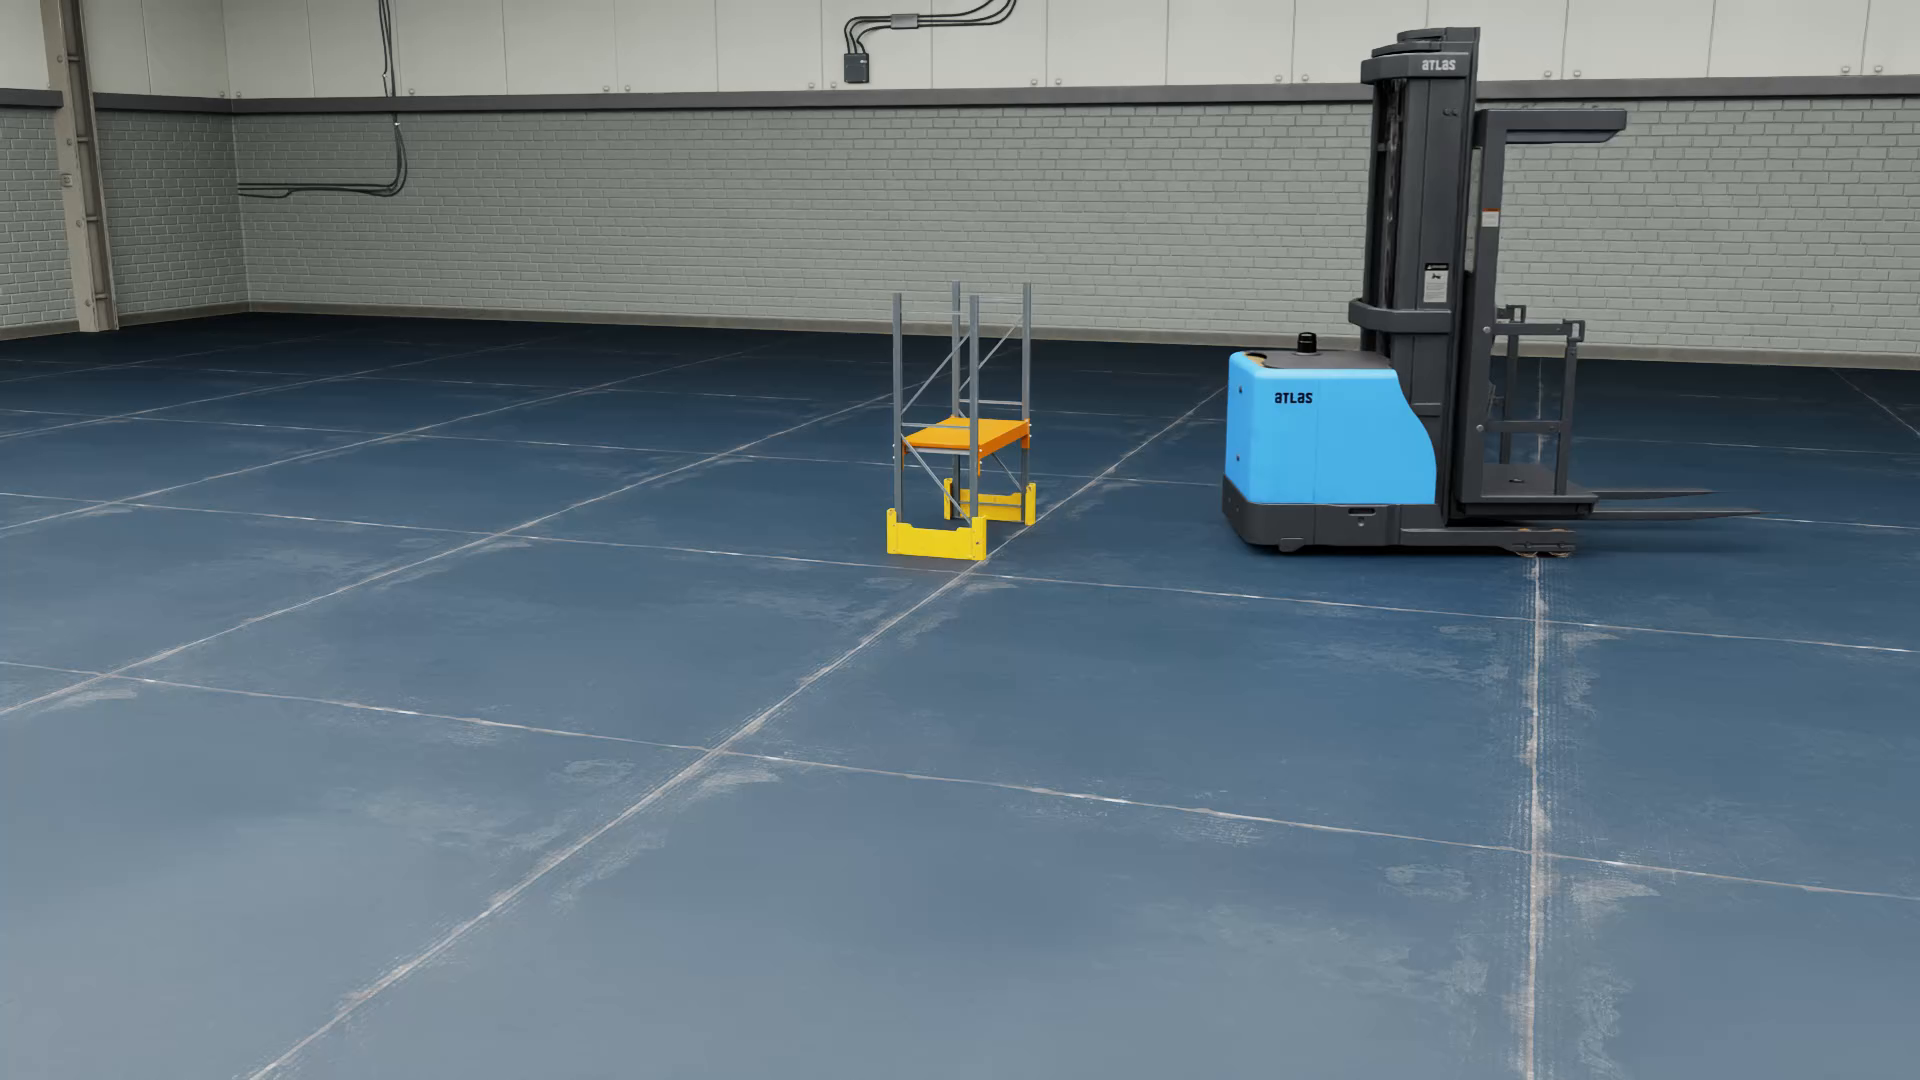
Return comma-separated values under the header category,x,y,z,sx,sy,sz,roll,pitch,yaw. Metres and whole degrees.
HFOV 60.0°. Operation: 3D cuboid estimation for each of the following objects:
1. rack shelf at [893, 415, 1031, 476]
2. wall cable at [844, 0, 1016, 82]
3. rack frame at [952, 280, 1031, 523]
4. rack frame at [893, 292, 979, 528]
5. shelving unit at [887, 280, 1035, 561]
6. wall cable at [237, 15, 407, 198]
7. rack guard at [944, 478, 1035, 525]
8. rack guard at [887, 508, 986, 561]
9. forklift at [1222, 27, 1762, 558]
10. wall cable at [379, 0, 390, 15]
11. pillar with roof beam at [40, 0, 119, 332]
category,x,y,z,sx,sy,sz,roll,pitch,yaw
rack shelf,0.028,-0.574,9.940,0.538,0.185,1.000,4,14,18
wall cable,-0.377,-8.699,20.234,2.305,6.003,0.169,4,14,18
rack frame,0.192,-0.856,10.369,0.500,1.500,0.032,4,14,18
rack frame,-0.137,-0.642,9.431,0.500,1.500,0.032,4,14,18
shelving unit,0.025,-0.747,9.891,0.587,1.500,1.083,4,14,18
wall cable,-9.354,-6.214,23.967,3.097,2.526,0.112,4,14,18
rack guard,0.186,-0.243,10.490,0.587,0.250,0.087,4,14,18
rack guard,-0.136,-0.033,9.571,0.587,0.250,0.087,4,14,18
forklift,3.163,-1.447,9.742,3.031,2.935,1.130,0,13,0
wall cable,-6.794,-8.481,22.551,3.097,2.526,0.112,4,14,18
pillar with roof beam,-7.485,-6.892,19.963,9.100,9.000,0.400,4,14,18
